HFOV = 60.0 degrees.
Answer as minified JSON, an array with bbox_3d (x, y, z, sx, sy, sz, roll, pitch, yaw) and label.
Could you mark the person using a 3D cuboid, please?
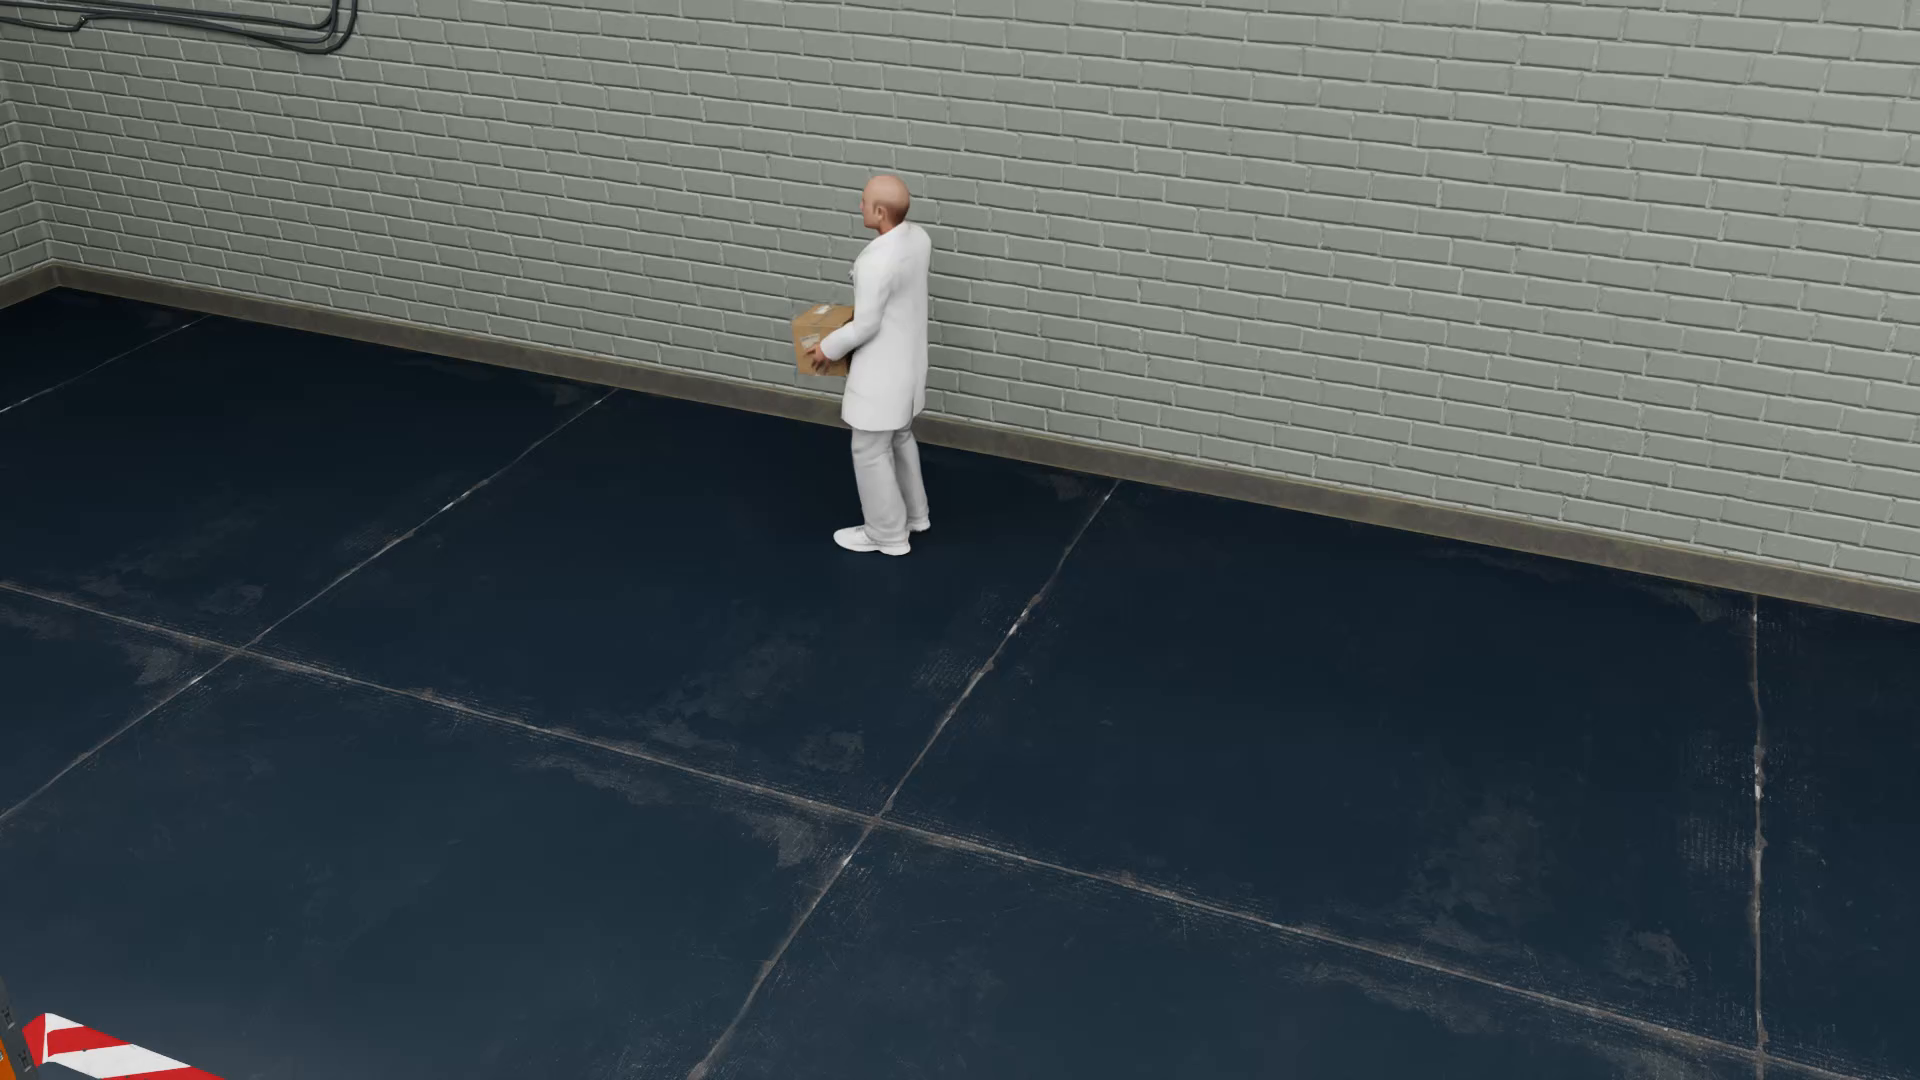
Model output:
[{"bbox_3d":[-0.409,-0.802,7.566,0.508,1.782,0.563,11,31,19],"label":"person"}]
